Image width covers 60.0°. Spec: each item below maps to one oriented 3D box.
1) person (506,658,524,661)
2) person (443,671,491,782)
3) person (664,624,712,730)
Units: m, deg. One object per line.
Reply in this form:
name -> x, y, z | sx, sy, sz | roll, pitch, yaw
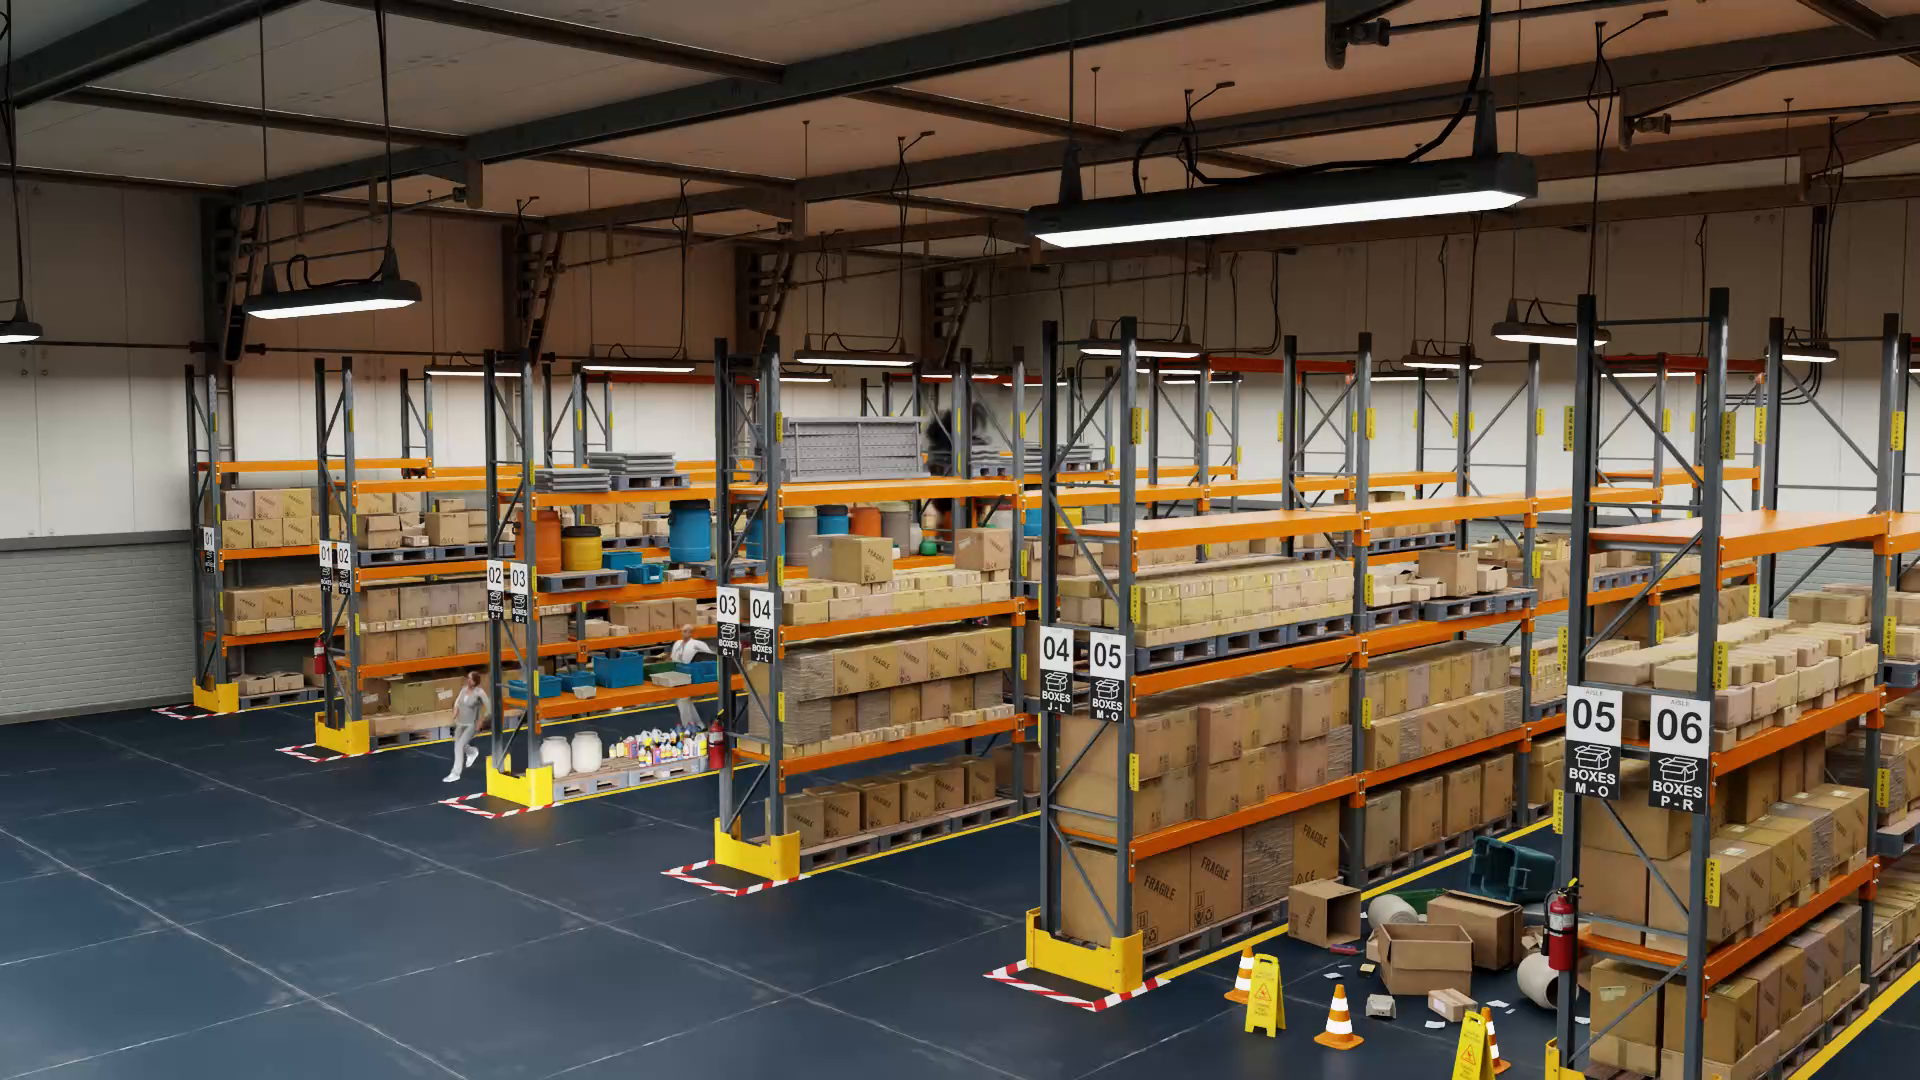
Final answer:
person -> -7.910, 2.029, 29.646 | 0.674, 1.805, 1.202 | 4, 6, 44
person -> -6.881, 2.613, 23.400 | 0.595, 1.522, 0.704 | 2, 5, 21
person -> -4.364, 2.257, 26.438 | 0.685, 1.826, 0.750 | 3, 5, 36
